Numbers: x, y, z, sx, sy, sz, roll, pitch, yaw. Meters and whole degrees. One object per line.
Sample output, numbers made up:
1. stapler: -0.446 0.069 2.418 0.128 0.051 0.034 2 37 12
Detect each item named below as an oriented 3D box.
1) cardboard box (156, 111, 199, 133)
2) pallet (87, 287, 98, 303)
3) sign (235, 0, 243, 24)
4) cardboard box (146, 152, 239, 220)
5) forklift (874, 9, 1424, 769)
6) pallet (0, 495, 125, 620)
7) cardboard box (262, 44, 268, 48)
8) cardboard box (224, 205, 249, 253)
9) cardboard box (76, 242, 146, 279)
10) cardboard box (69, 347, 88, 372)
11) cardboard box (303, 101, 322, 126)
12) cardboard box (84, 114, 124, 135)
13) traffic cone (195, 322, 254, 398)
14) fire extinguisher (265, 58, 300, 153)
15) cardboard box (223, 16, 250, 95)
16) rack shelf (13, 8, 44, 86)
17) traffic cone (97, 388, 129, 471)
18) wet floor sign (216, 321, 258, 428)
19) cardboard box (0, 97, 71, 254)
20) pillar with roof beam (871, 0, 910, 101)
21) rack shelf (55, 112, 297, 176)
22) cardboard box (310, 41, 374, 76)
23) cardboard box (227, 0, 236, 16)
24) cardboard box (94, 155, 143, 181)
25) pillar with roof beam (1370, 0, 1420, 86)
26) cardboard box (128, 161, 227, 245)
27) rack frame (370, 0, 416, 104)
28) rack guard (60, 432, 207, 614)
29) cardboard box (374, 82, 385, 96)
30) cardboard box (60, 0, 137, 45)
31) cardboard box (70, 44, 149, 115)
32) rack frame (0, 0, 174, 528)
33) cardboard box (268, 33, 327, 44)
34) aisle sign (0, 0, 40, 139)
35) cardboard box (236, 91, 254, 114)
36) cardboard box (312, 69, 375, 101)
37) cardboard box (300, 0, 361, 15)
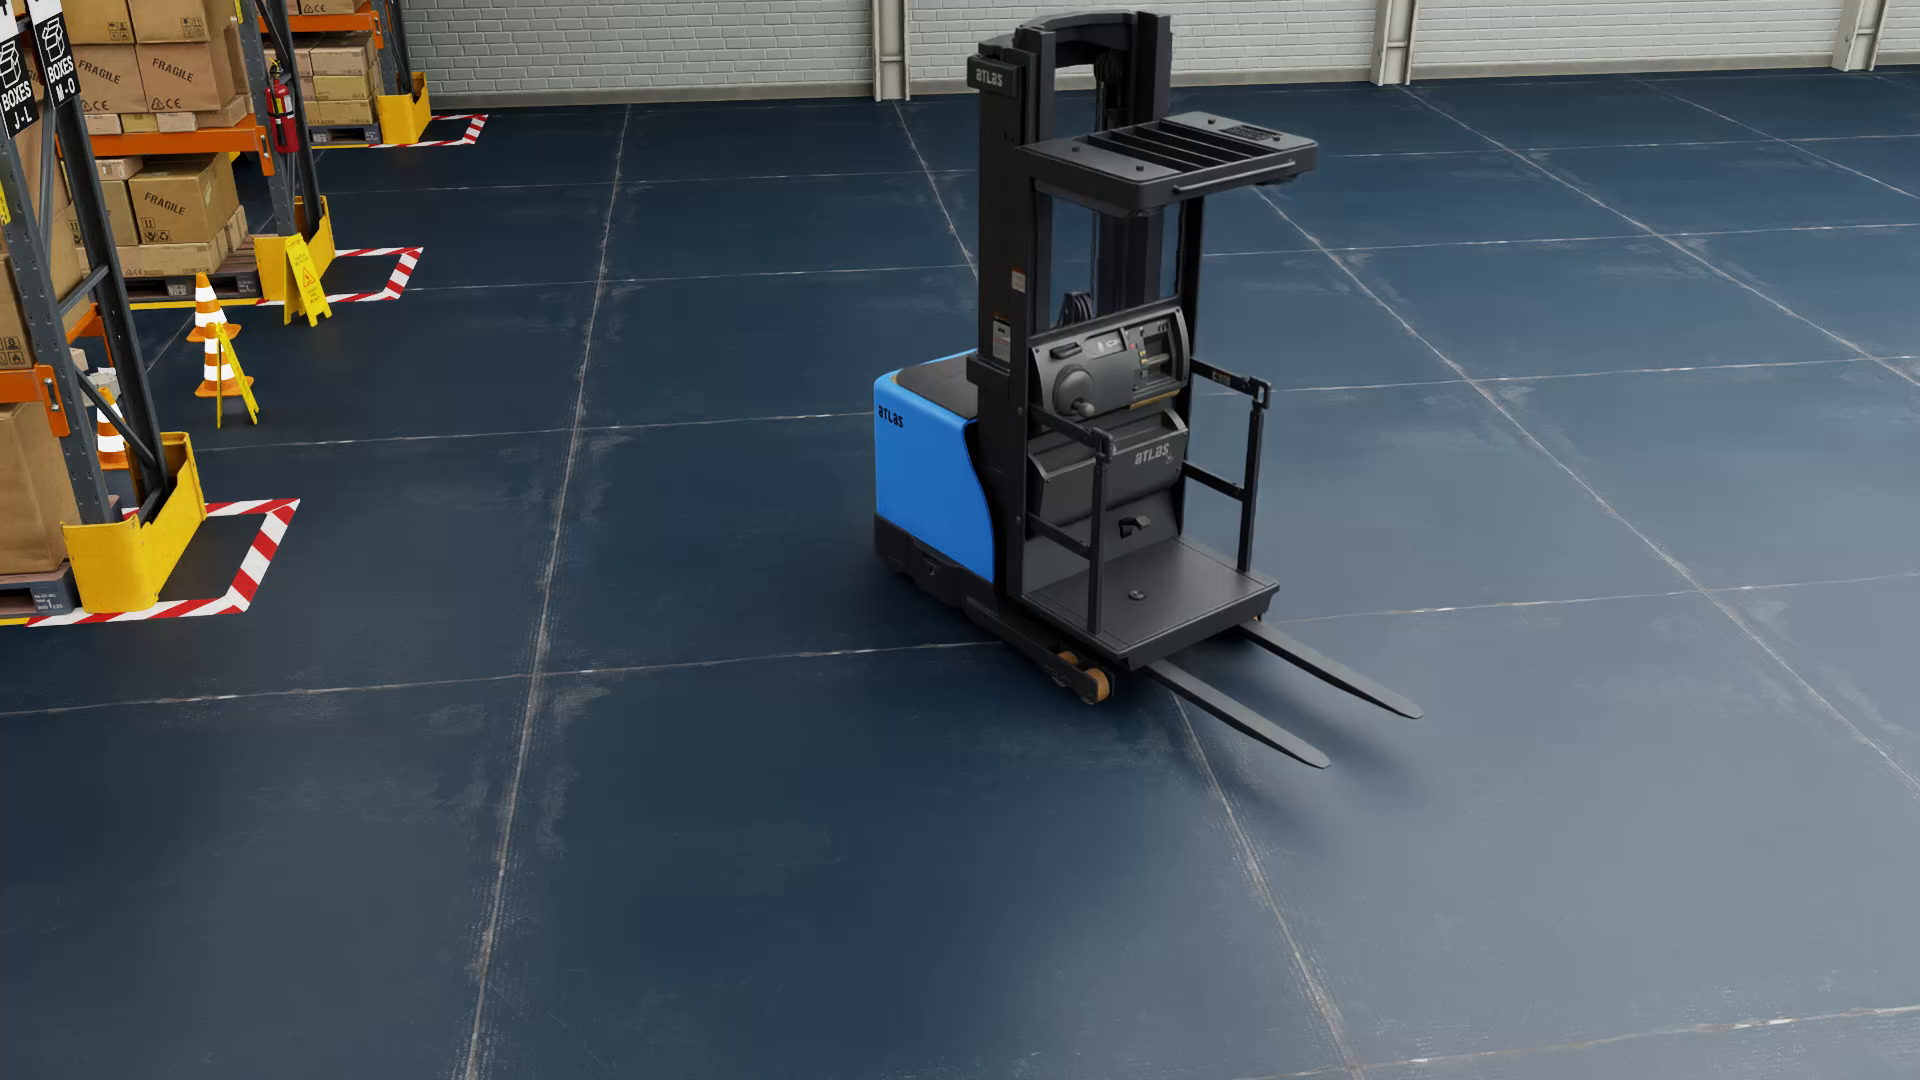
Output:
1. cardboard box: -5.798 -3.157 12.392 0.250 0.149 0.380 -4 27 -8
2. pallet: -7.312 -2.098 13.108 1.213 0.211 1.003 -4 27 -7
3. sign: -5.164 -3.859 11.871 0.005 0.325 0.100 -4 27 -7
4. cardboard box: -6.083 -2.824 13.199 0.500 0.500 0.500 -5 28 -9
5. forklift: 0.841 -0.795 7.588 1.130 2.935 3.031 -20 33 -33
6. pallet: -5.213 0.103 8.818 1.213 0.211 1.003 -4 27 -7
7. cardboard box: -7.333 -4.865 16.903 0.500 0.250 0.500 -3 27 -6
8. cardboard box: -6.059 -2.493 13.374 0.500 0.250 0.500 -4 27 -8
9. cardboard box: -6.499 -2.216 12.836 0.500 0.250 0.500 -4 27 -7
10. cardboard box: -6.238 -1.190 11.407 0.250 0.149 0.380 10 29 19
11. cardboard box: -6.832 -4.462 17.213 0.500 0.250 0.500 -4 27 -7
12. cardboard box: -6.305 -3.120 12.320 0.250 0.149 0.380 -3 27 -6
13. traffic cone: -4.977 -1.236 11.152 0.334 0.463 0.336 -4 27 -7
14. fire extinguisher: -5.044 -3.220 12.324 0.183 0.674 0.296 -4 27 -7
15. cardboard box: -5.730 -3.727 12.793 0.500 0.500 0.500 -4 27 -8
16. rack shelf: -6.413 -2.111 7.581 4.000 0.370 1.077 -4 27 -7
17. traffic cone: -5.156 -0.704 10.114 0.334 0.463 0.336 -4 27 -7
18. wet floor sign: -4.679 -1.074 10.635 0.232 0.644 0.267 -8 28 -16
19. cardboard box: -4.805 -1.765 8.057 0.550 0.550 0.875 -4 27 -7
20. pillar with roof beam: -0.191 -7.167 13.360 0.400 9.000 9.100 -4 27 -7
21. rack shelf: -7.202 -3.008 12.615 4.000 0.370 1.077 -4 27 -7
22. cardboard box: -6.330 -4.937 17.043 0.500 0.250 0.500 -3 27 -5
23. cardboard box: -7.390 -5.532 16.636 0.500 0.500 0.500 -4 27 -8
24. cardboard box: -6.333 -2.819 12.477 0.250 0.149 0.380 -3 27 -6
25. pillar with roof beam: 5.751 -7.548 14.104 0.400 9.000 9.100 -4 27 -7
26. cardboard box: -5.979 -2.584 12.730 0.500 0.500 0.500 -4 27 -7
27. rack frame: -5.917 -5.699 17.071 0.127 3.000 1.000 -4 27 -7
28. rack guard: -4.408 -0.113 8.923 0.348 0.500 1.175 -4 27 -7
29. cardboard box: -6.431 -4.720 17.714 0.500 0.250 0.500 -4 27 -7
30. cardboard box: -6.199 -3.917 12.068 0.500 0.500 0.700 -3 27 -7
31. cardboard box: -6.217 -3.443 12.240 0.500 0.500 0.500 -4 27 -7
32. rack frame: -4.432 -1.224 8.350 0.127 3.000 1.000 -4 27 -7
33. cardboard box: -6.914 -5.129 17.417 0.500 0.250 0.500 -4 27 -7
34. aisle sign: -4.320 -2.250 7.501 0.004 0.787 0.394 -4 27 -7
35. cardboard box: -5.587 -3.416 12.896 0.250 0.149 0.380 -4 27 -7
36. cardboard box: -6.356 -4.713 17.153 0.500 0.250 0.500 -4 27 -8
37. cardboard box: -6.368 -5.594 16.756 0.500 0.500 0.500 -4 27 -8
